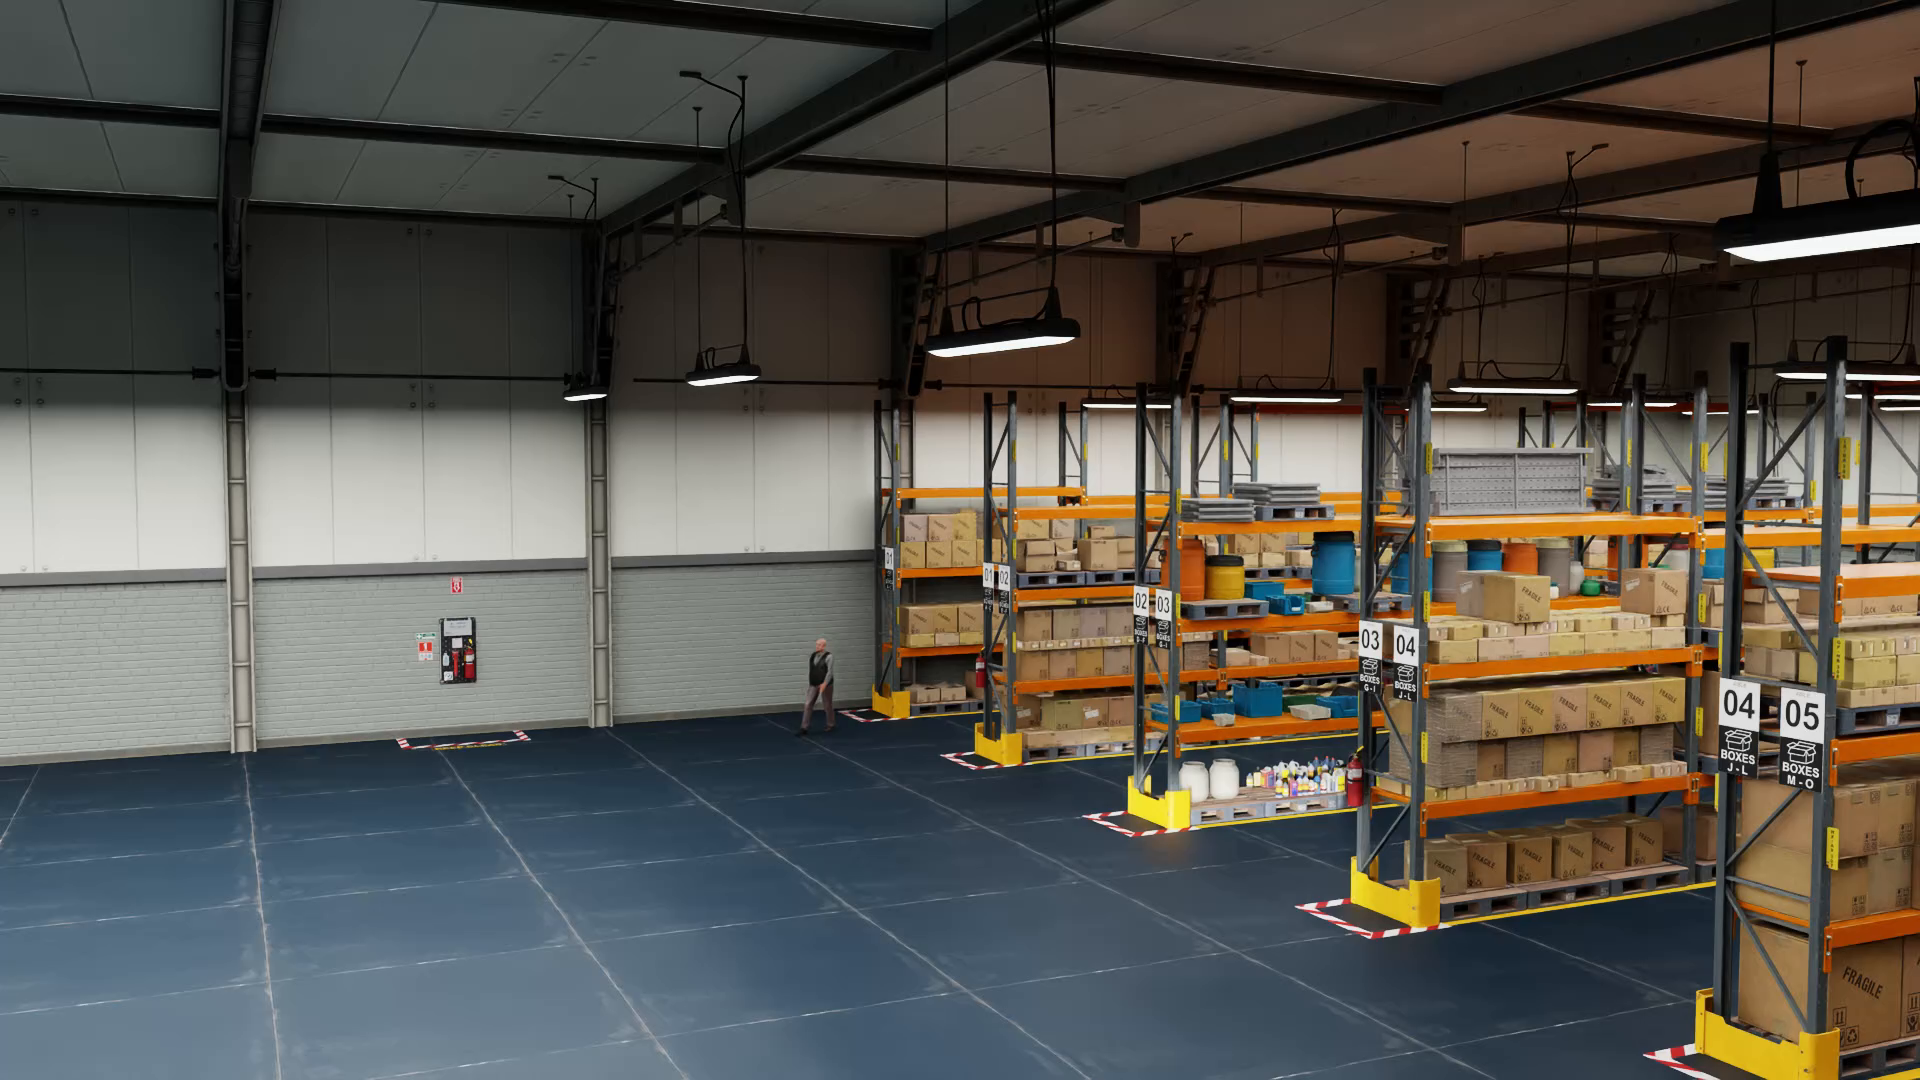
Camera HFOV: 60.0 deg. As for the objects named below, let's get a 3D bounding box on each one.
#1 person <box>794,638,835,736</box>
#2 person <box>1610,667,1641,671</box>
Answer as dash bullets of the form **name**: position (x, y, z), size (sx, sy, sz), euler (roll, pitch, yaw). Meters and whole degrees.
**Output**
- **person**: position (-2.511, 2.587, 29.434), size (0.570, 1.684, 0.872), euler (1, 4, 23)
- **person**: position (11.612, 2.640, 28.988), size (0.721, 1.684, 0.709), euler (-1, 3, -15)
